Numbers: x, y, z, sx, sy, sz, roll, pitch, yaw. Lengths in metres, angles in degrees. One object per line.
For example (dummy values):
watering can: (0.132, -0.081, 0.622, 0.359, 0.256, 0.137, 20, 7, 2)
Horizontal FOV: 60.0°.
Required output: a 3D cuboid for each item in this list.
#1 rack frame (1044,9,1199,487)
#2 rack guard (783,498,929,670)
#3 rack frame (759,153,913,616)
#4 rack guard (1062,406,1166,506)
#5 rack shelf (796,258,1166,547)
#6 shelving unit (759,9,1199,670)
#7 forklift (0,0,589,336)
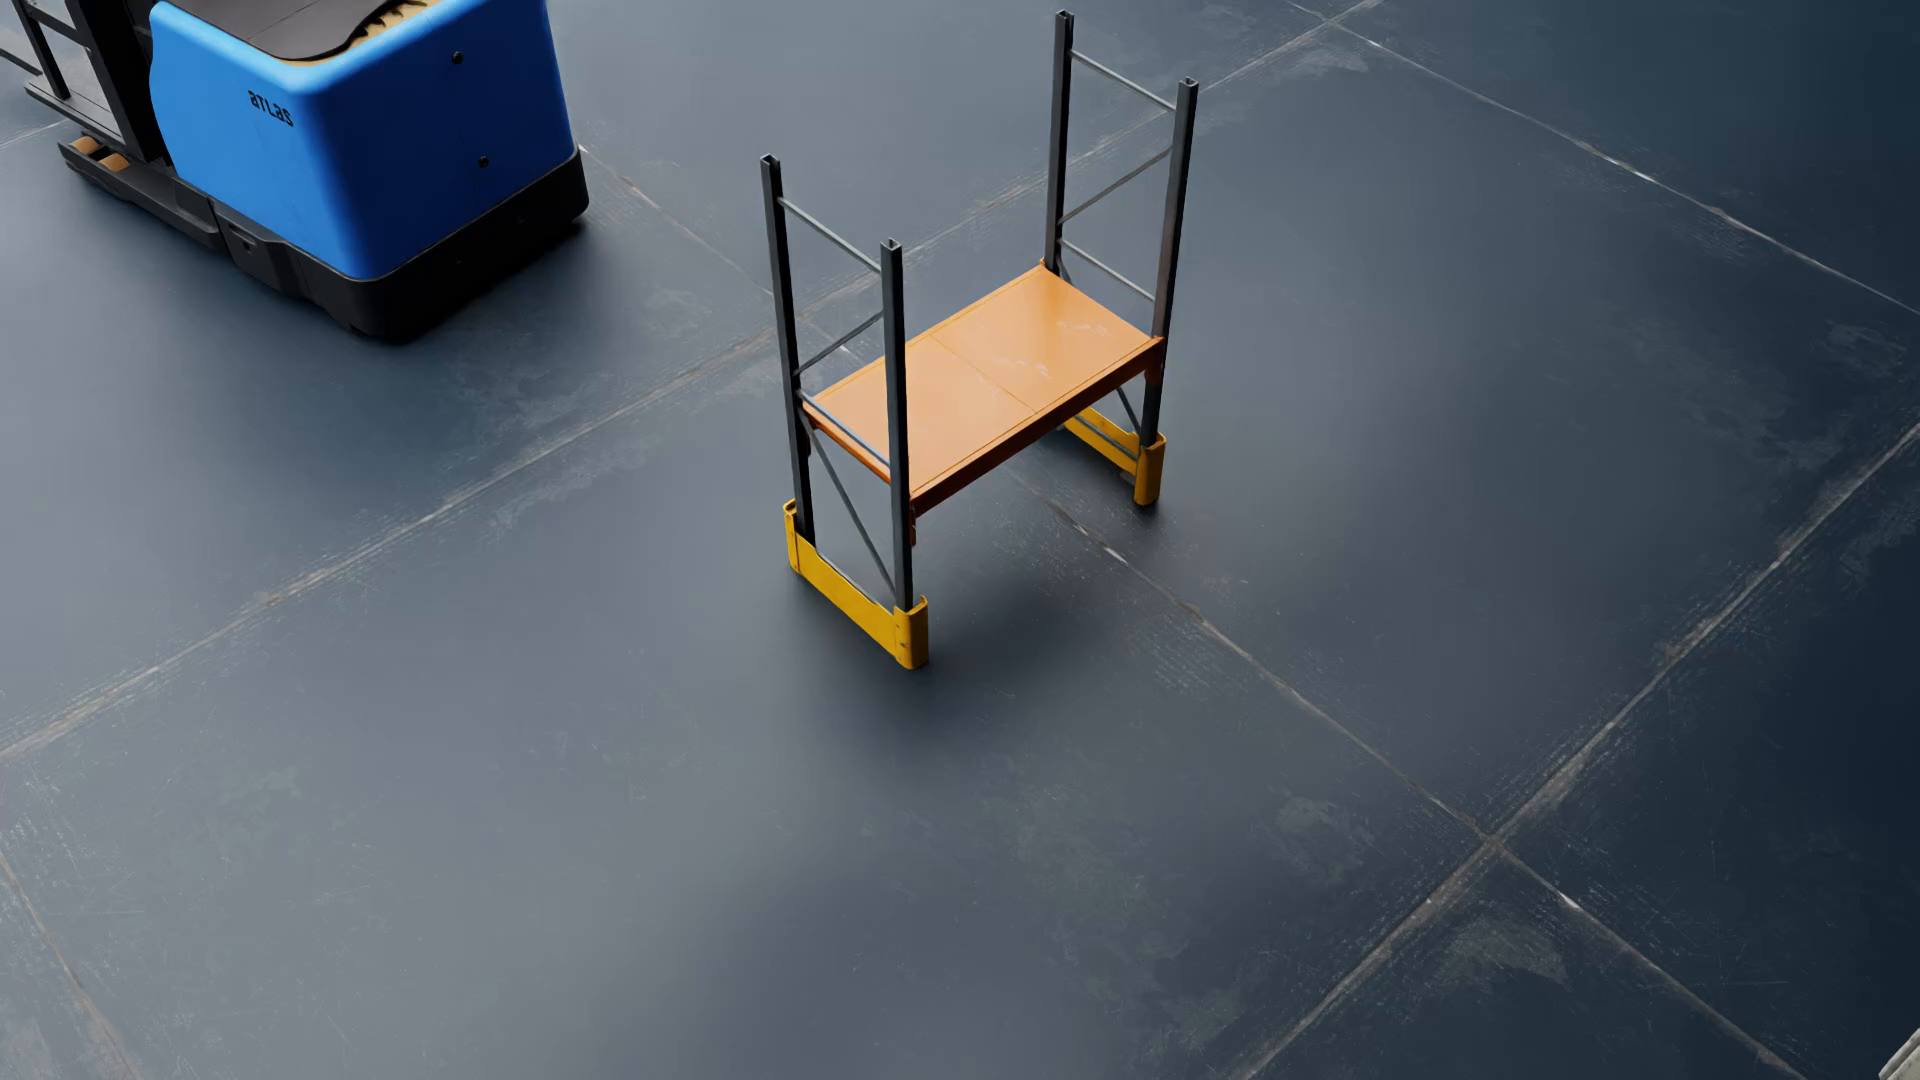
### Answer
rack frame: (0.439, -0.802, 4.970, 0.032, 1.500, 0.500, -34, 56, -27)
rack guard: (-0.312, 0.124, 4.966, 0.087, 0.250, 0.587, -34, 56, -27)
rack frame: (-0.313, -0.299, 4.506, 0.032, 1.500, 0.500, -34, 56, -27)
rack guard: (0.425, -0.369, 5.420, 0.087, 0.250, 0.587, -34, 56, -27)
rack shelf: (0.063, -0.429, 4.870, 1.000, 0.185, 0.538, -34, 56, -27)
shelving unit: (0.056, -0.546, 4.734, 1.083, 1.500, 0.587, -34, 56, -27)
forklift: (-2.894, -2.605, 5.660, 3.031, 2.935, 1.130, 29, 54, 24)
